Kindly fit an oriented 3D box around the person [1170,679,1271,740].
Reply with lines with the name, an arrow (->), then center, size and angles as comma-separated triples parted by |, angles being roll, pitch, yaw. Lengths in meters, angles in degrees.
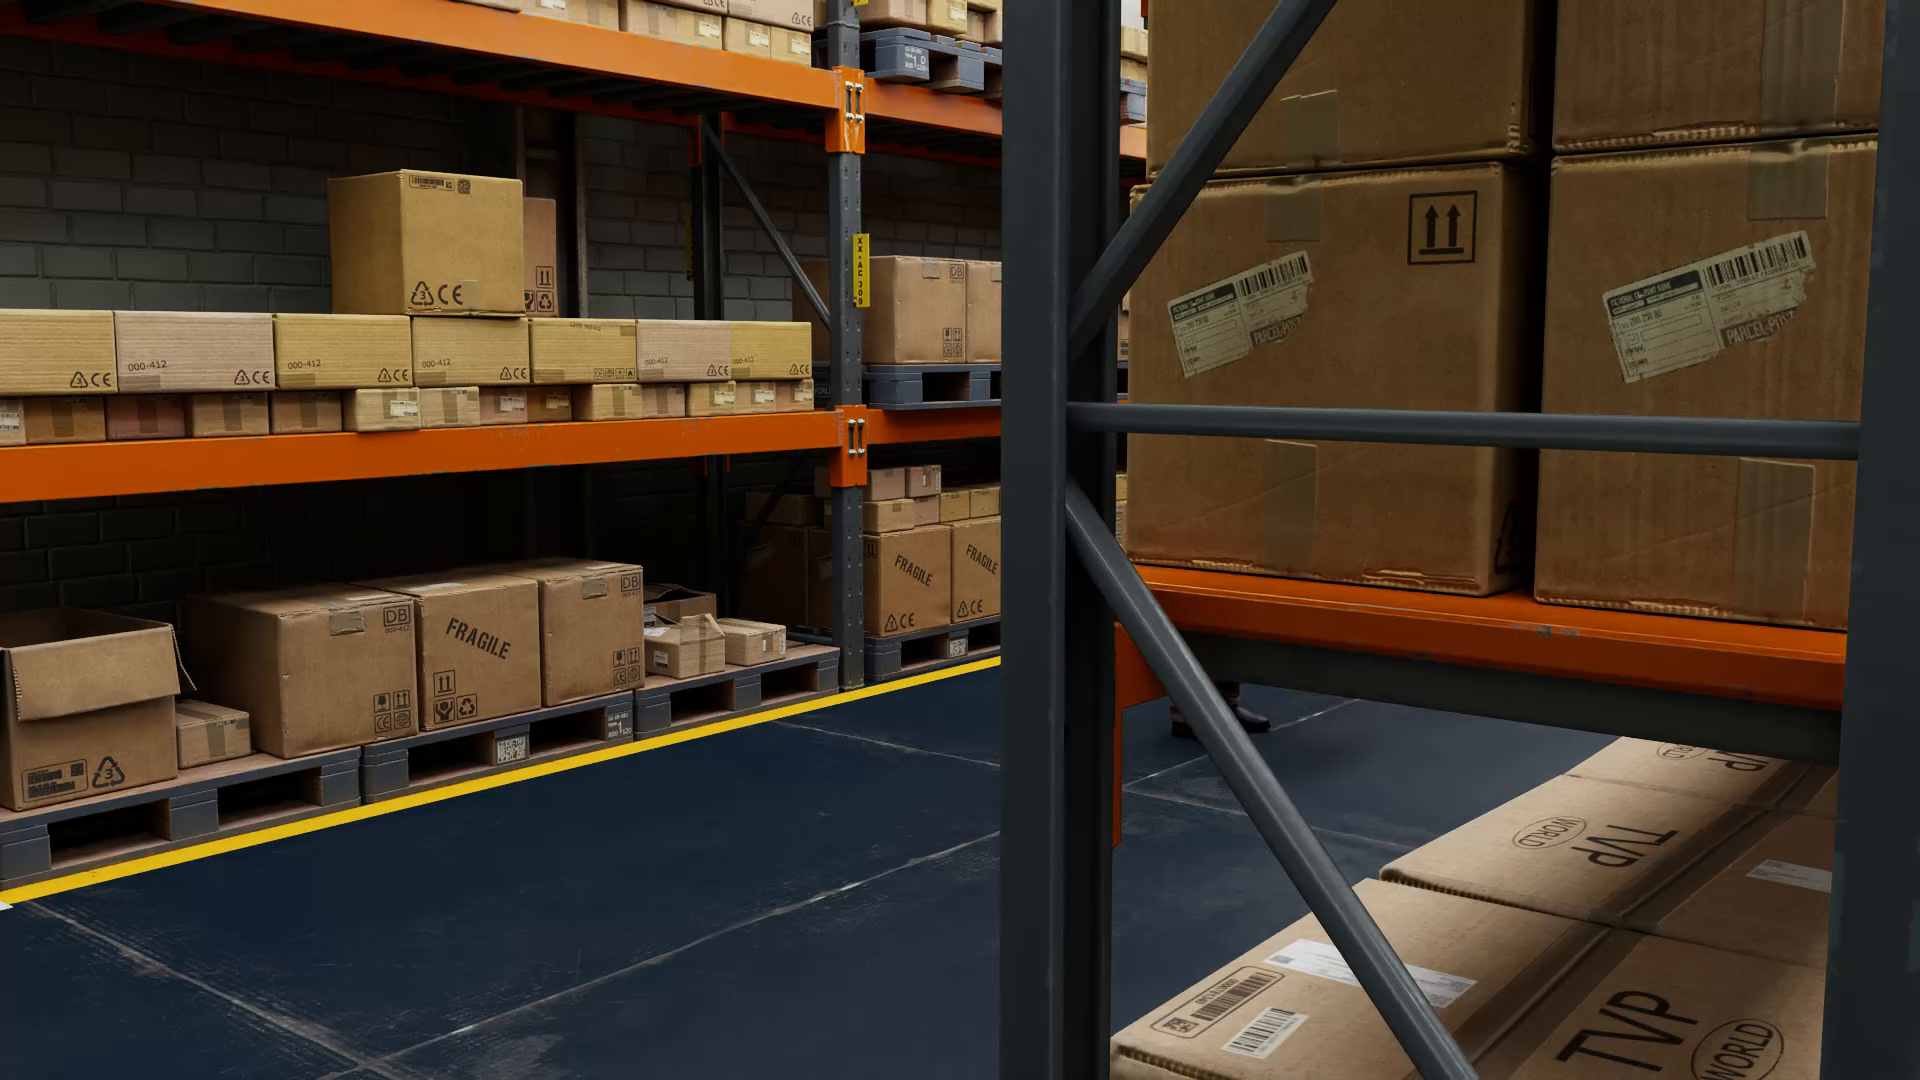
person -> 1.134, -0.049, 6.785 | 0.546, 1.717, 0.495 | 5, 9, 39
